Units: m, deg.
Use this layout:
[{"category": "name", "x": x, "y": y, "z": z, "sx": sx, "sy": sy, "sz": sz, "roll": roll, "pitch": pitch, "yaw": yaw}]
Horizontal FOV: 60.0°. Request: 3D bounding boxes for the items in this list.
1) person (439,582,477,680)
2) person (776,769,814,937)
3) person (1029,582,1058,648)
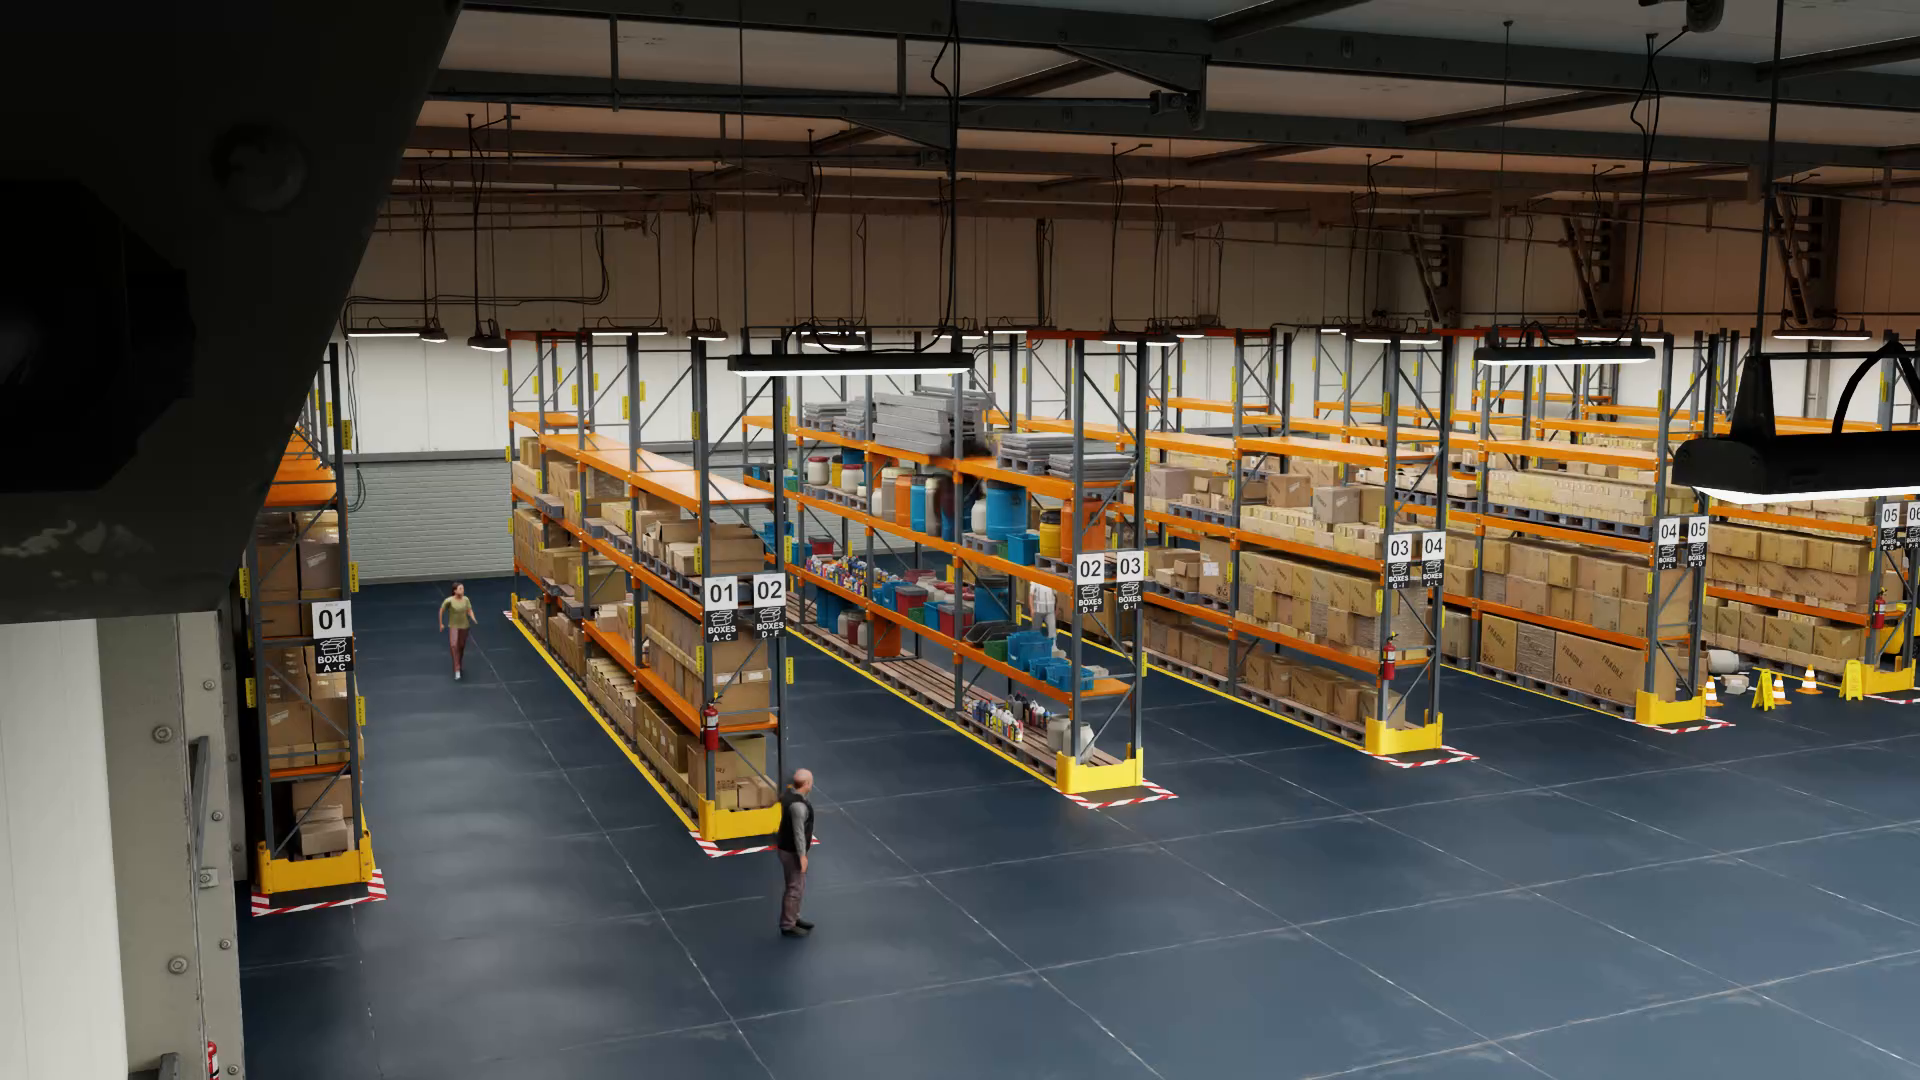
[{"category": "person", "x": -8.844, "y": 1.555, "z": 29.299, "sx": 0.614, "sy": 1.649, "sz": 0.982, "roll": -3, "pitch": 8, "yaw": -23}, {"category": "person", "x": -1.685, "y": 3.185, "z": 17.008, "sx": 0.389, "sy": 1.732, "sz": 0.574, "roll": -1, "pitch": 8, "yaw": -9}, {"category": "person", "x": 1.557, "y": 1.291, "z": 30.763, "sx": 0.625, "sy": 1.734, "sz": 1.021, "roll": -3, "pitch": 8, "yaw": -19}]
